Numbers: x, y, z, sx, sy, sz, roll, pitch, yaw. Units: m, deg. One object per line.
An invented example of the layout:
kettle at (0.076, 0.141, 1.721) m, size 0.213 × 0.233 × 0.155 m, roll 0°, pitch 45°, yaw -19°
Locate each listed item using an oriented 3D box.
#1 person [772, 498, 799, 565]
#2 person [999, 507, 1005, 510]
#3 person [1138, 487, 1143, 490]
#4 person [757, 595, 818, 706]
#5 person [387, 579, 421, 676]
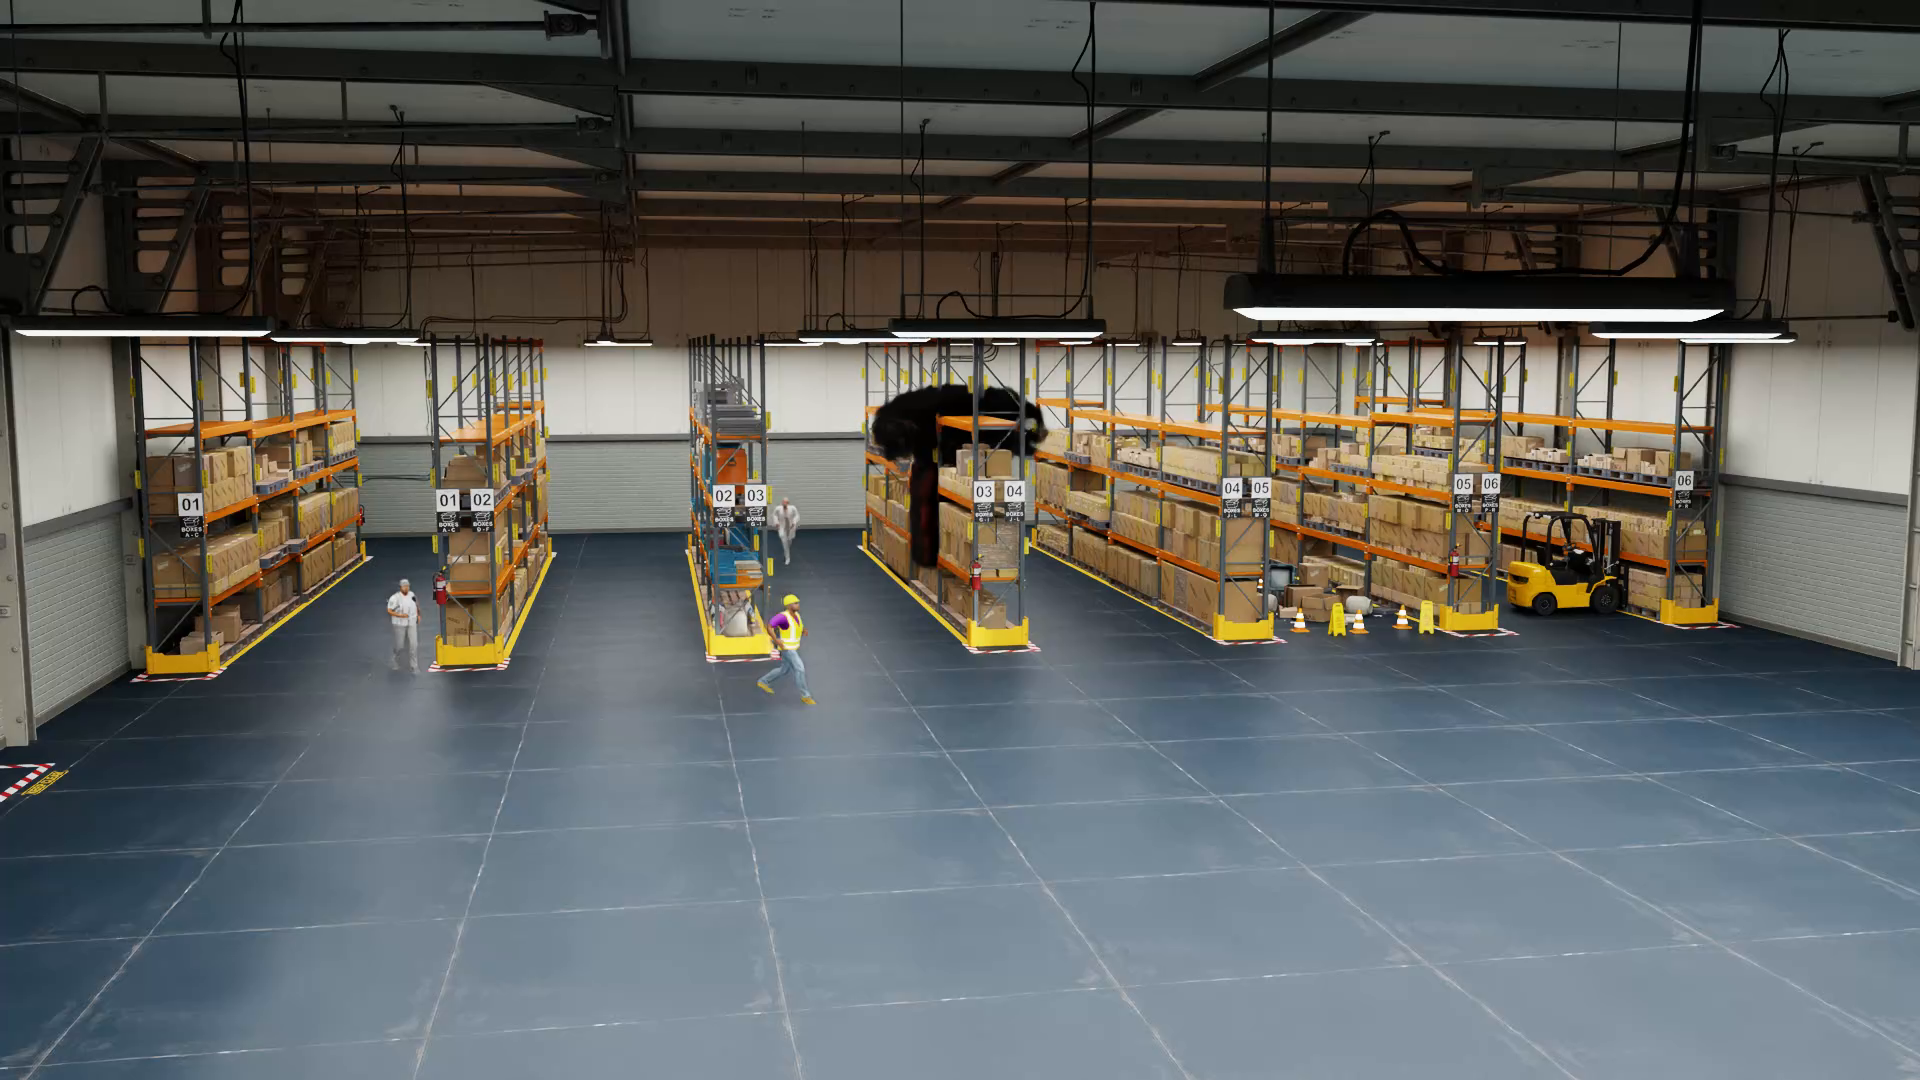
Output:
person at (-4.693, -0.267, 44.843) m, size 0.712 × 1.778 × 1.150 m, roll -1°, pitch 7°, yaw -12°
person at (1.022, -0.649, 48.087) m, size 0.657 × 1.760 × 0.720 m, roll 2°, pitch 7°, yaw 16°
person at (5.179, -0.587, 47.429) m, size 0.617 × 1.851 × 0.792 m, roll -2°, pitch 7°, yaw -21°
person at (-2.797, 1.784, 26.947) m, size 1.067 × 1.816 × 0.663 m, roll 1°, pitch 7°, yaw 12°
person at (-9.853, 1.531, 29.488) m, size 0.625 × 1.687 × 0.832 m, roll -6°, pitch 9°, yaw -41°
